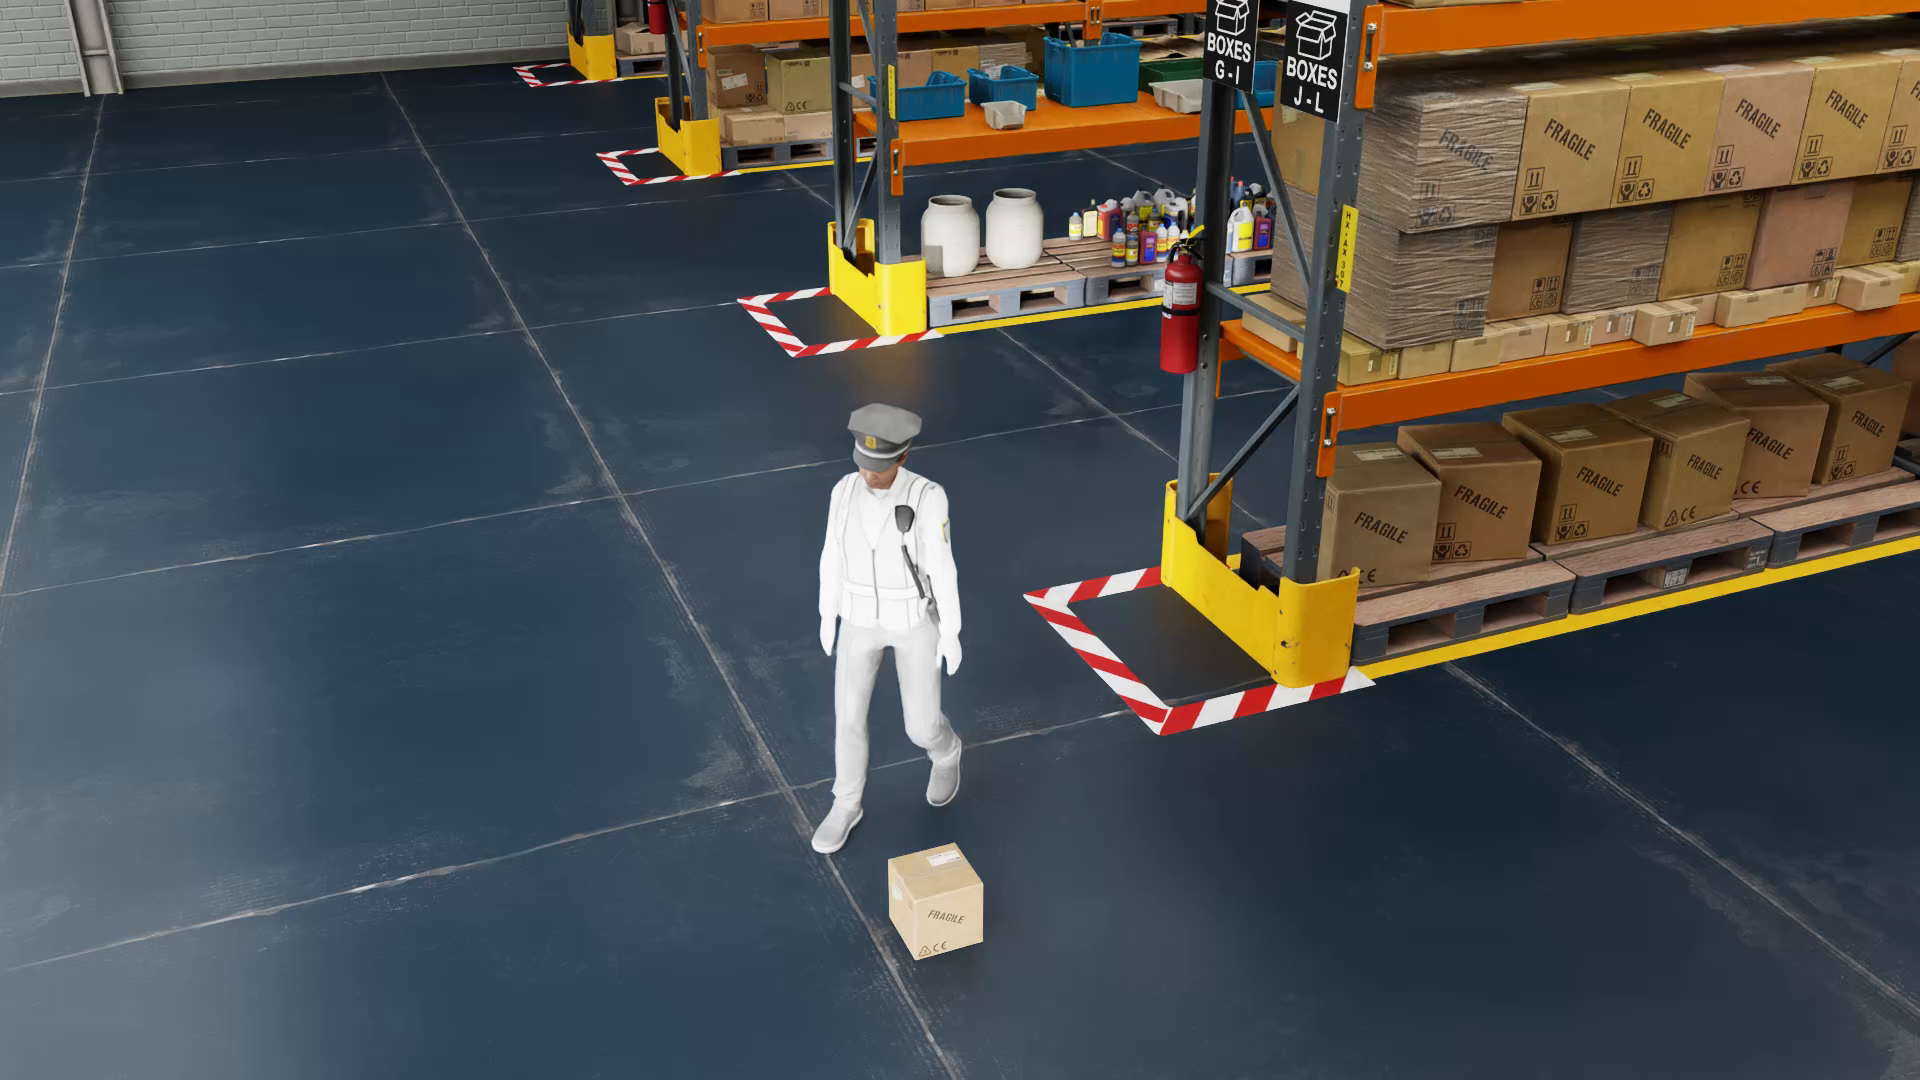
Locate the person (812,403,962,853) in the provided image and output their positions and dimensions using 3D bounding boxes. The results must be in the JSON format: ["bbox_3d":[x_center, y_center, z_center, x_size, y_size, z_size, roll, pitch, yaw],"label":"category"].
[{"bbox_3d":[-0.258,0.309,5.951,0.546,1.663,0.587,7,27,15],"label":"person"}]
